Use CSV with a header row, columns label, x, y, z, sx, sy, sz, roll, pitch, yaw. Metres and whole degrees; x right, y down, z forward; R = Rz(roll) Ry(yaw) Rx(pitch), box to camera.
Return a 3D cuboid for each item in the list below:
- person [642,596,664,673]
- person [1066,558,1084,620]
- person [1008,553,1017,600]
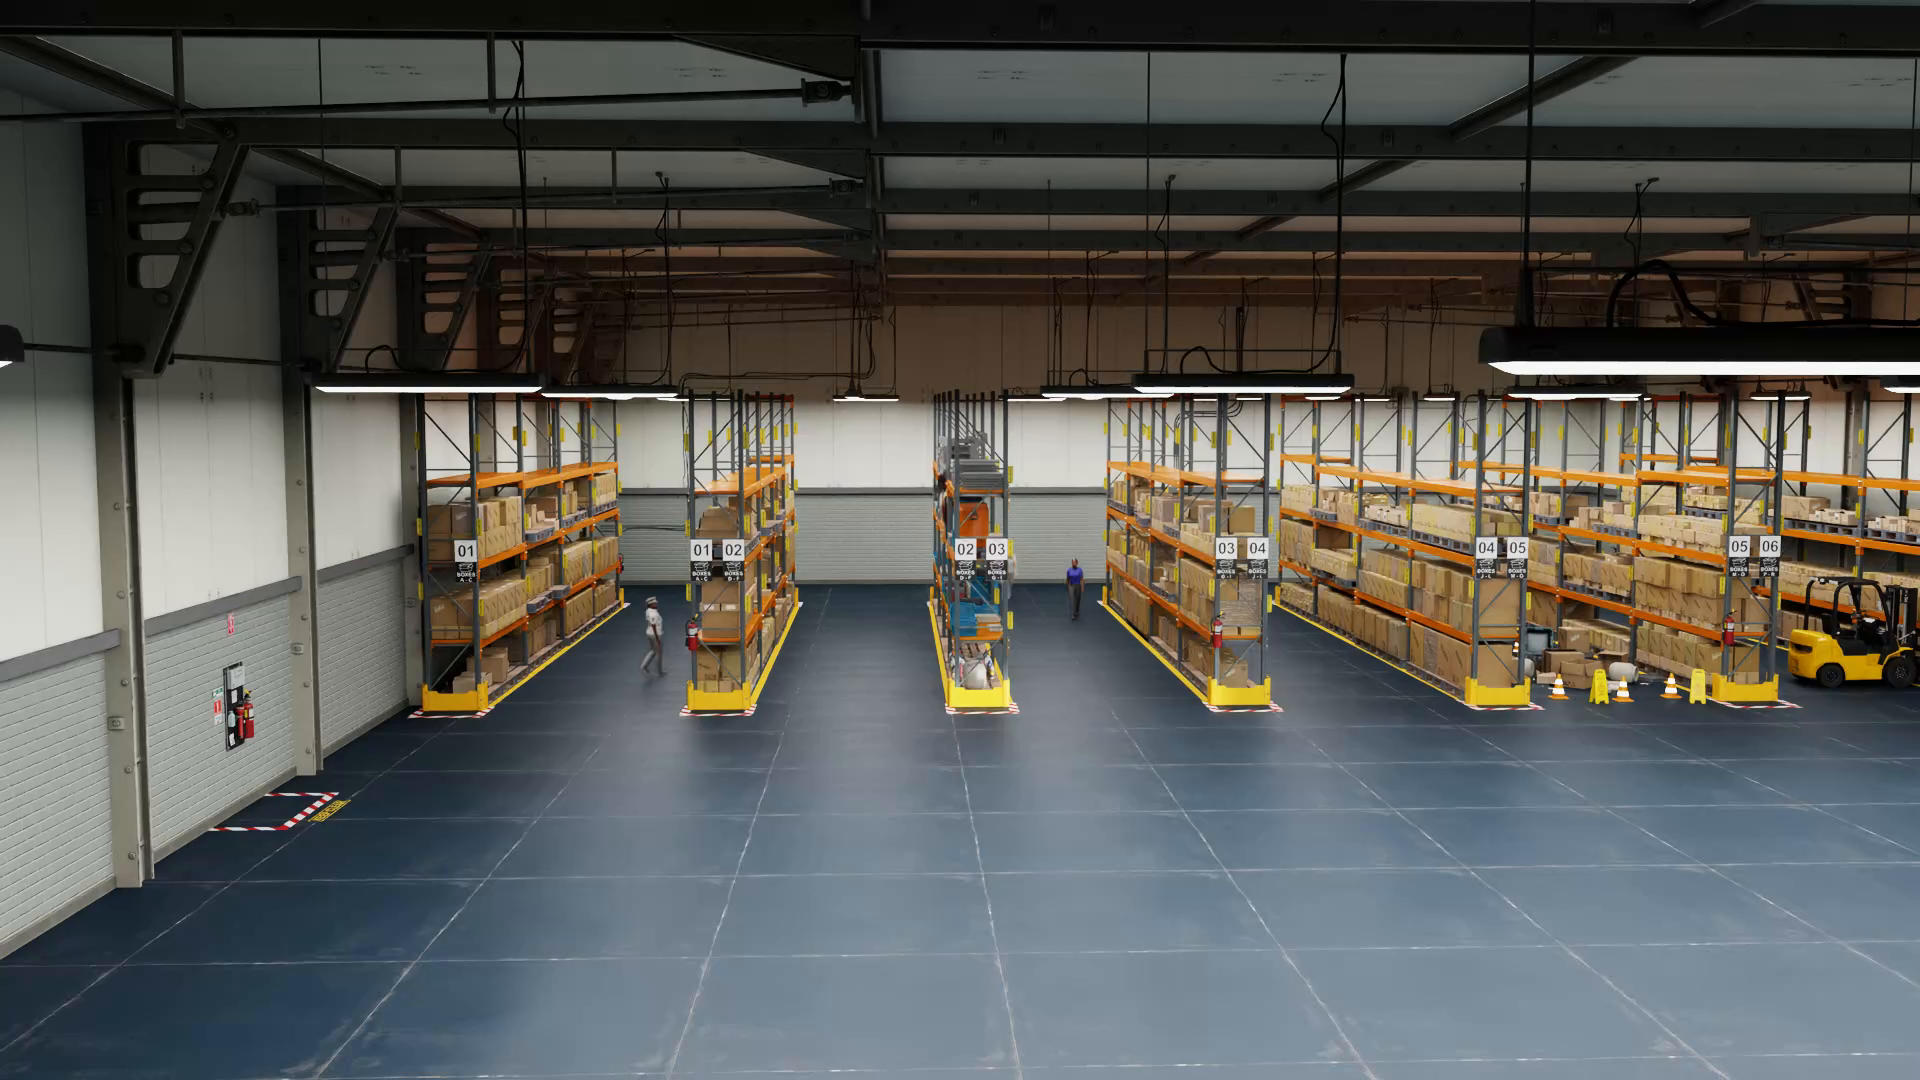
label,x,y,z,sx,sy,sz,roll,pitch,yaw
person,-6.457,1.990,35.080,0.503,1.622,0.446,-3,6,-37
person,3.078,1.291,44.452,0.456,1.604,0.987,0,5,-3
person,1.443,0.924,48.787,0.449,1.613,1.042,-1,5,-10
